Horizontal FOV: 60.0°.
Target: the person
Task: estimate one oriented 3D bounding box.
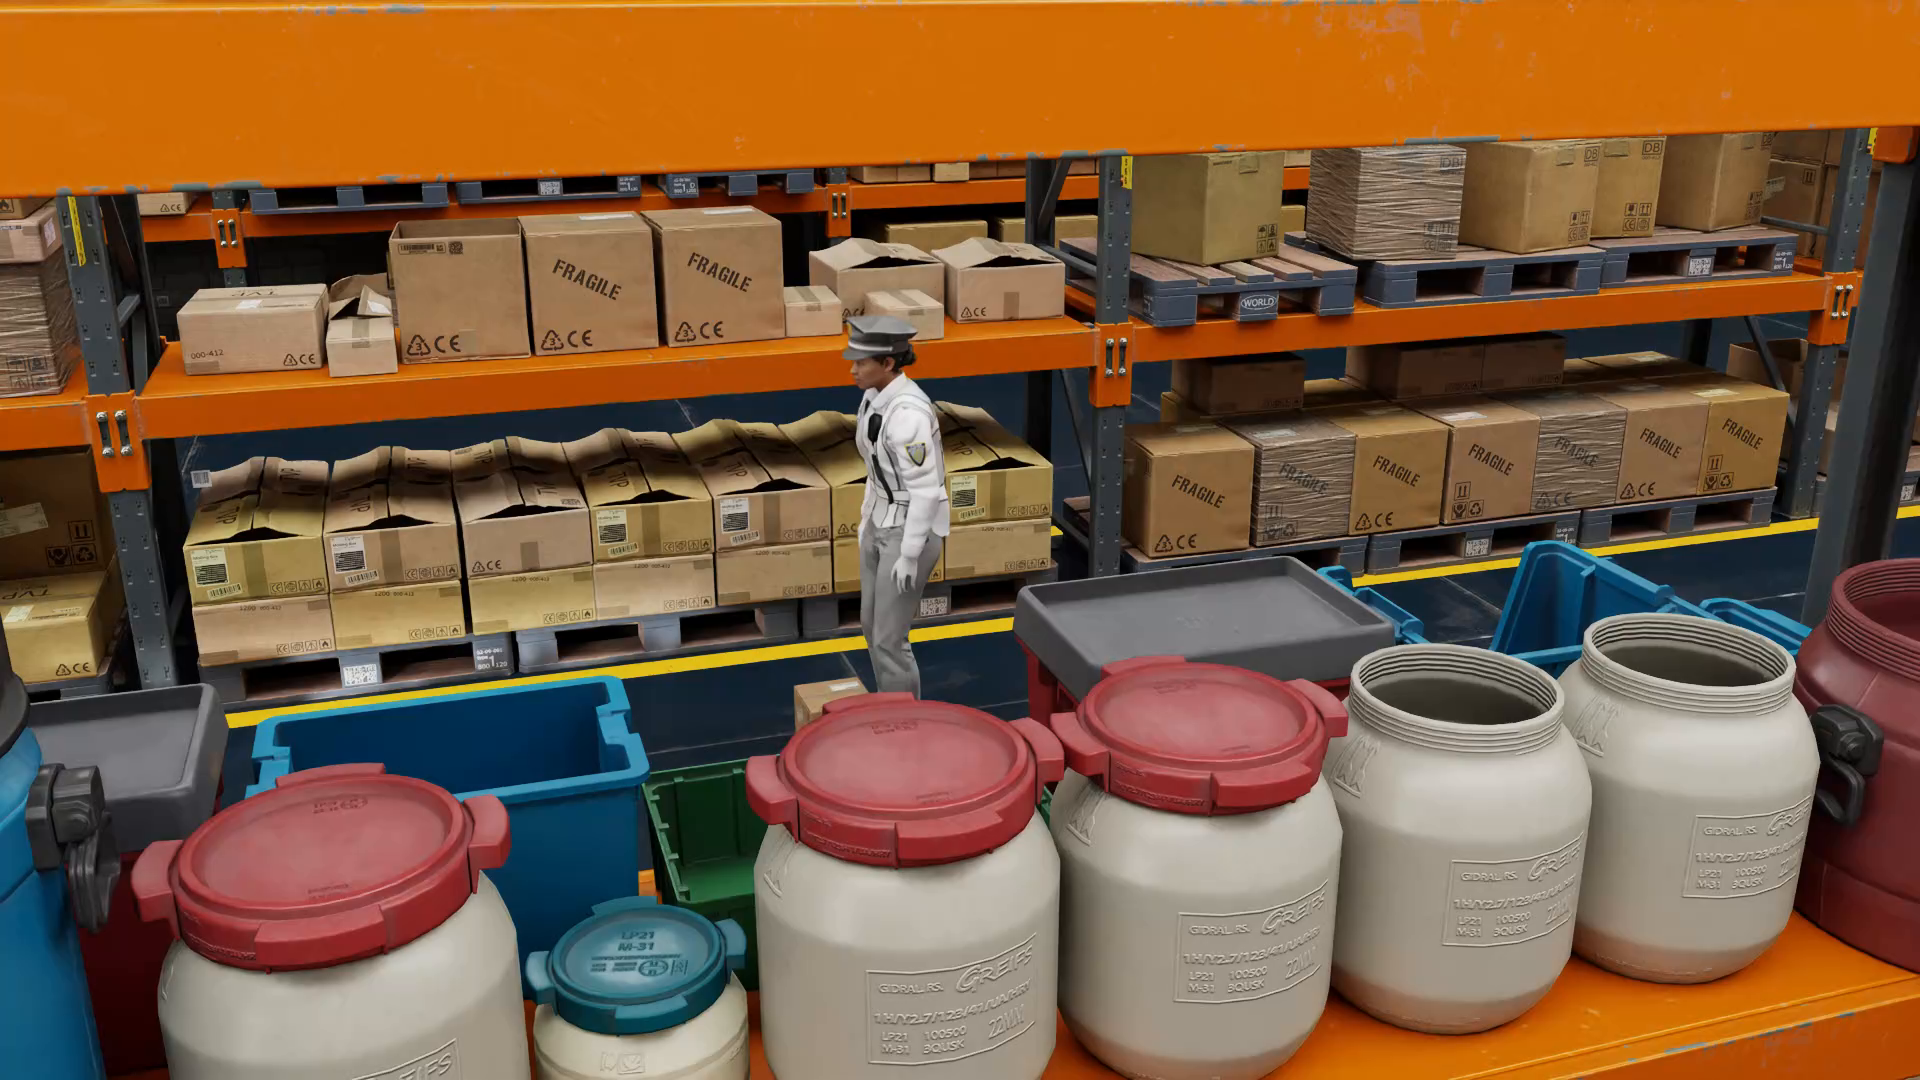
[{"bbox_3d":[-0.257,-0.001,6.065,0.413,1.663,0.522,-7,21,-19],"label":"person"}]
